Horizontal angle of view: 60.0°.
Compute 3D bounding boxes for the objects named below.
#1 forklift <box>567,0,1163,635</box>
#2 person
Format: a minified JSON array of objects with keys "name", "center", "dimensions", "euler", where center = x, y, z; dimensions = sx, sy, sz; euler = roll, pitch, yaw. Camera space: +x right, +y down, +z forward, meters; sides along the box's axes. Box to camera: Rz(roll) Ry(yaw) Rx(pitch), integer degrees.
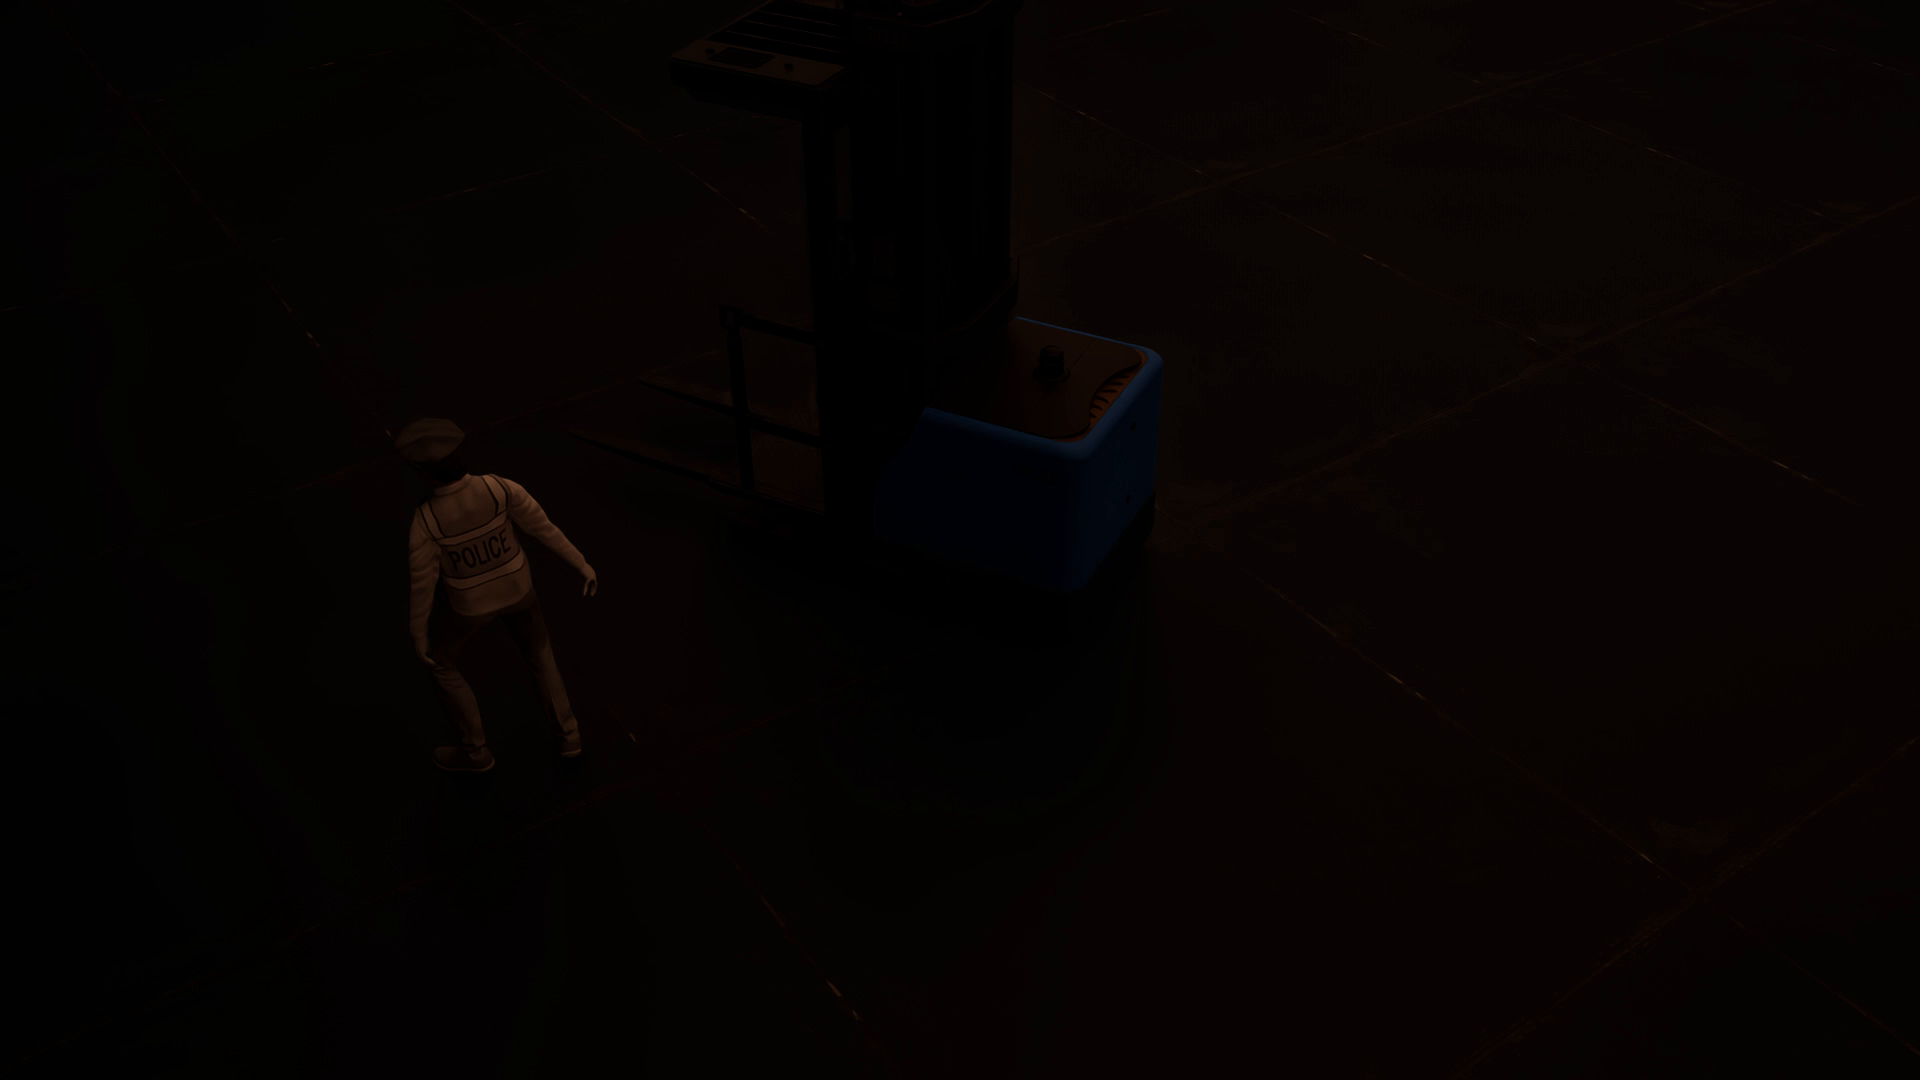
[{"name":"forklift","center":[-0.582,-1.345,7.764],"dimensions":[3.031,2.935,1.130],"euler":[17,40,21]},{"name":"person","center":[-1.863,0.260,6.755],"dimensions":[0.795,1.637,0.461],"euler":[-20,41,-24]}]
